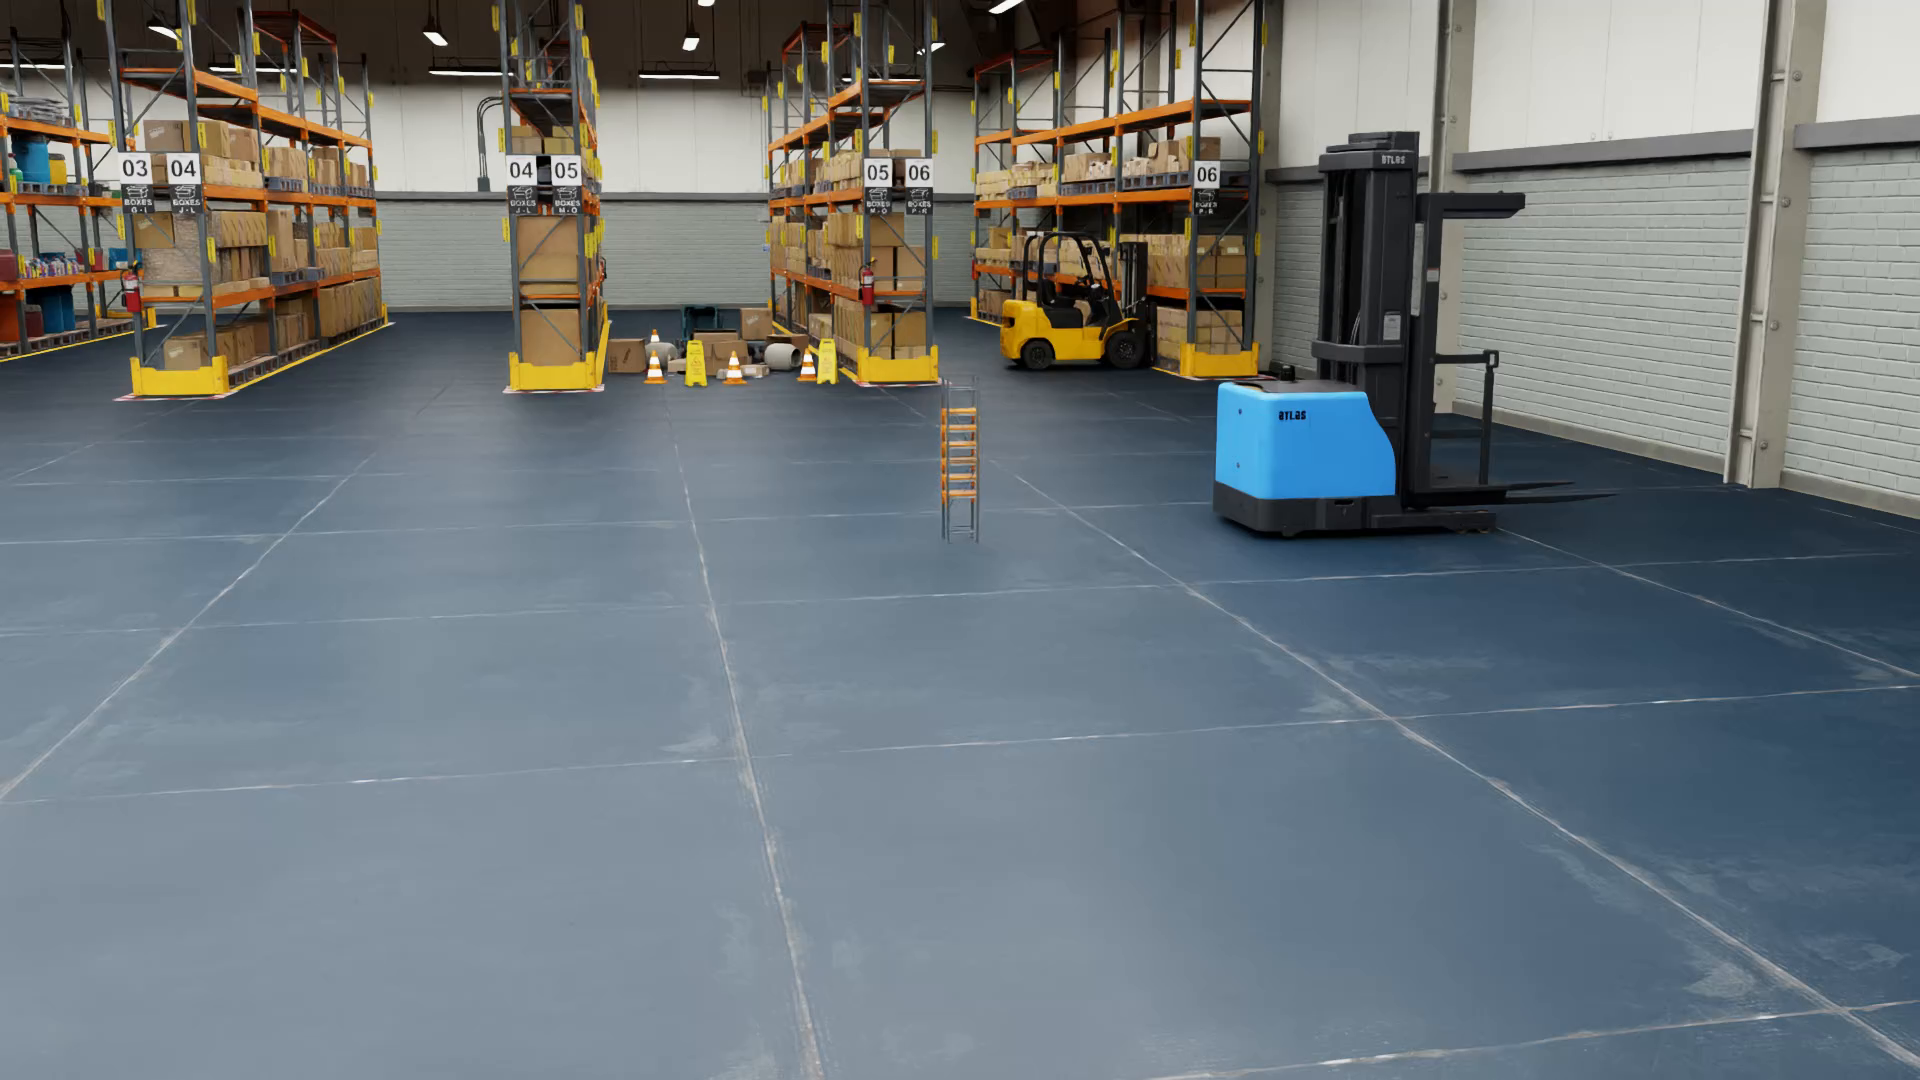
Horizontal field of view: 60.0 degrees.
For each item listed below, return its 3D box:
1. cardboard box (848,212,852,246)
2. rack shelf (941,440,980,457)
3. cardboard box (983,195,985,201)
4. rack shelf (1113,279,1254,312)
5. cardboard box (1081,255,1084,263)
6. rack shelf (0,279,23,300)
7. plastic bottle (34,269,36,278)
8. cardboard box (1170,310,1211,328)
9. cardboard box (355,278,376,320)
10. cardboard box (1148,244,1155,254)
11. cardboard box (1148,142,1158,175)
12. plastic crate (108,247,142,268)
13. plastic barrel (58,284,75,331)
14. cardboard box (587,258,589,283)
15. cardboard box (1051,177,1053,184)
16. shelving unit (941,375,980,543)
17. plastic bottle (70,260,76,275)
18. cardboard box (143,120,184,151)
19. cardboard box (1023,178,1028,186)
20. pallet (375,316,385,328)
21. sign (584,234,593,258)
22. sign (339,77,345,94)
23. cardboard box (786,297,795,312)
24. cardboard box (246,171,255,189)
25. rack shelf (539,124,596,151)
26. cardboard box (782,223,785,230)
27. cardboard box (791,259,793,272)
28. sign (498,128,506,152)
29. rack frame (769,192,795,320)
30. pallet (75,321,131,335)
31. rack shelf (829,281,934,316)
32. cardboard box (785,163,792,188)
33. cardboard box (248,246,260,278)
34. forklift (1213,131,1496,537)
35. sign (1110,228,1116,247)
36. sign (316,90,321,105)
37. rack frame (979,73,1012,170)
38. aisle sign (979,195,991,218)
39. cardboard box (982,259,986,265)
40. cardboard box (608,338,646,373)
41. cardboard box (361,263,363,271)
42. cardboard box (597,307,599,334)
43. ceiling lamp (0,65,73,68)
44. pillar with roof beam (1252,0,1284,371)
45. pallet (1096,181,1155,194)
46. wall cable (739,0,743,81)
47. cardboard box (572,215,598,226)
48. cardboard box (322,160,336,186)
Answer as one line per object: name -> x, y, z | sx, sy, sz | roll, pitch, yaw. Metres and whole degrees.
cardboard box -> -1.308, -4.692, 25.087 | 0.700, 0.500, 0.500 | -2, 11, -10
rack shelf -> 0.003, -0.661, 12.056 | 0.258, 0.103, 0.180 | -2, 11, -11
cardboard box -> 0.744, -8.081, 39.281 | 0.380, 0.149, 0.250 | -2, 11, -10
rack shelf -> 3.575, -4.021, 27.224 | 1.077, 0.370, 4.000 | -2, 11, -11
cardboard box -> 2.560, -5.275, 30.954 | 0.500, 0.250, 0.500 | -2, 11, -10
rack shelf -> -16.650, -4.033, 27.287 | 1.077, 0.370, 4.000 | -2, 11, -11
plastic bottle -> -16.918, -4.878, 30.335 | 0.097, 0.201, 0.097 | 0, 11, 0
cardboard box -> 3.569, -3.427, 25.738 | 0.500, 0.250, 0.500 | -2, 11, -9
cardboard box -> -13.356, -5.282, 36.483 | 0.875, 0.875, 0.875 | -2, 11, -11
cardboard box -> 3.272, -4.757, 27.163 | 0.380, 0.149, 0.250 | -2, 11, -12
cardboard box -> 3.462, -6.160, 26.848 | 0.797, 0.503, 0.637 | -2, 11, -9
plastic crate -> -18.346, -6.213, 36.560 | 0.616, 0.435, 0.499 | -2, 11, -11
plastic barrel -> -17.728, -4.562, 32.631 | 0.600, 0.901, 0.708 | -2, 11, -11
cardboard box -> -6.305, -4.268, 26.196 | 0.875, 0.550, 0.550 | -2, 11, -11
cardboard box -> 2.046, -7.224, 33.442 | 0.380, 0.149, 0.250 | -2, 11, -10
shelving unit -> 0.003, -0.587, 12.070 | 0.258, 1.200, 0.189 | -2, 11, -11
plastic bottle -> -17.333, -5.328, 32.480 | 0.061, 0.283, 0.133 | -2, 11, -11
cardboard box -> -11.174, -5.655, 23.465 | 0.500, 0.500, 0.500 | -2, 11, -11
cardboard box -> 1.540, -7.511, 34.893 | 0.380, 0.149, 0.250 | -2, 11, -10
pallet -> -13.504, -4.887, 37.307 | 1.003, 0.211, 1.213 | -2, 11, -11
sign -> -5.194, -4.111, 23.247 | 0.100, 0.325, 0.005 | -2, 11, -11
sign -> -12.428, -9.134, 33.407 | 0.100, 0.325, 0.005 | -2, 11, -11
cardboard box -> -3.429, -5.258, 37.529 | 0.875, 0.438, 0.875 | -2, 11, -13
cardboard box -> -10.966, -5.429, 25.078 | 0.500, 0.250, 0.500 | -2, 11, -10
rack shelf -> -7.685, -7.859, 32.414 | 1.077, 0.370, 4.000 | -2, 11, -11
cardboard box -> -3.600, -6.644, 36.140 | 0.500, 0.500, 0.500 | -2, 11, -11
cardboard box -> -3.225, -5.674, 34.385 | 0.500, 0.250, 0.500 | -2, 11, -11
sign -> -6.275, -5.480, 22.788 | 0.100, 0.325, 0.005 | -2, 11, -11
rack frame -> -4.016, -6.761, 39.695 | 1.000, 3.000, 0.127 | -2, 11, -11
pallet -> -18.239, -4.475, 35.141 | 1.003, 0.211, 1.213 | -2, 11, -11
rack shelf -> -1.293, -3.840, 26.272 | 1.077, 0.370, 4.000 | -2, 11, -11
cardboard box -> -3.351, -7.584, 34.607 | 0.500, 0.500, 0.500 | -2, 11, -12
cardboard box -> -11.376, -4.310, 25.756 | 0.875, 0.500, 0.500 | -2, 11, -11
forklift -> 3.553, -1.580, 12.657 | 3.031, 2.935, 1.130 | -2, 11, -12
sign -> 2.656, -5.250, 28.870 | 0.100, 0.325, 0.005 | -2, 11, -11
sign -> -14.282, -9.865, 37.039 | 0.100, 0.325, 0.005 | -2, 11, -11
rack frame -> 0.849, -9.889, 40.086 | 0.949, 2.616, 0.053 | -2, 11, -11
aisle sign -> 0.551, -8.221, 40.414 | 0.394, 0.787, 0.004 | -2, 11, -11
cardboard box -> 0.742, -6.703, 40.065 | 0.380, 0.149, 0.250 | -2, 11, -10
cardboard box -> -5.209, -2.887, 26.023 | 0.500, 0.500, 0.500 | 0, 11, -1
cardboard box -> -12.895, -5.801, 35.326 | 0.380, 0.149, 0.250 | -2, 11, -12
cardboard box -> -7.183, -4.212, 31.868 | 0.500, 0.500, 0.500 | -3, 11, -13
ceiling lamp -> -21.571, -10.940, 38.404 | 1.941, 0.041, 0.237 | -2, 11, -11
pillar with roof beam -> 0.490, -6.959, 24.689 | 9.100, 9.000, 0.400 | -2, 11, -11
pallet -> 3.002, -6.282, 29.669 | 0.805, 0.209, 1.217 | -3, 11, -13
wall cable -> -6.916, -13.631, 43.703 | 2.355, 3.000, 0.029 | -2, 11, -11
cardboard box -> -7.922, -6.607, 35.149 | 0.500, 0.500, 0.500 | -2, 11, -10
cardboard box -> -12.836, -7.290, 33.062 | 0.700, 0.500, 0.500 | -2, 11, -10
